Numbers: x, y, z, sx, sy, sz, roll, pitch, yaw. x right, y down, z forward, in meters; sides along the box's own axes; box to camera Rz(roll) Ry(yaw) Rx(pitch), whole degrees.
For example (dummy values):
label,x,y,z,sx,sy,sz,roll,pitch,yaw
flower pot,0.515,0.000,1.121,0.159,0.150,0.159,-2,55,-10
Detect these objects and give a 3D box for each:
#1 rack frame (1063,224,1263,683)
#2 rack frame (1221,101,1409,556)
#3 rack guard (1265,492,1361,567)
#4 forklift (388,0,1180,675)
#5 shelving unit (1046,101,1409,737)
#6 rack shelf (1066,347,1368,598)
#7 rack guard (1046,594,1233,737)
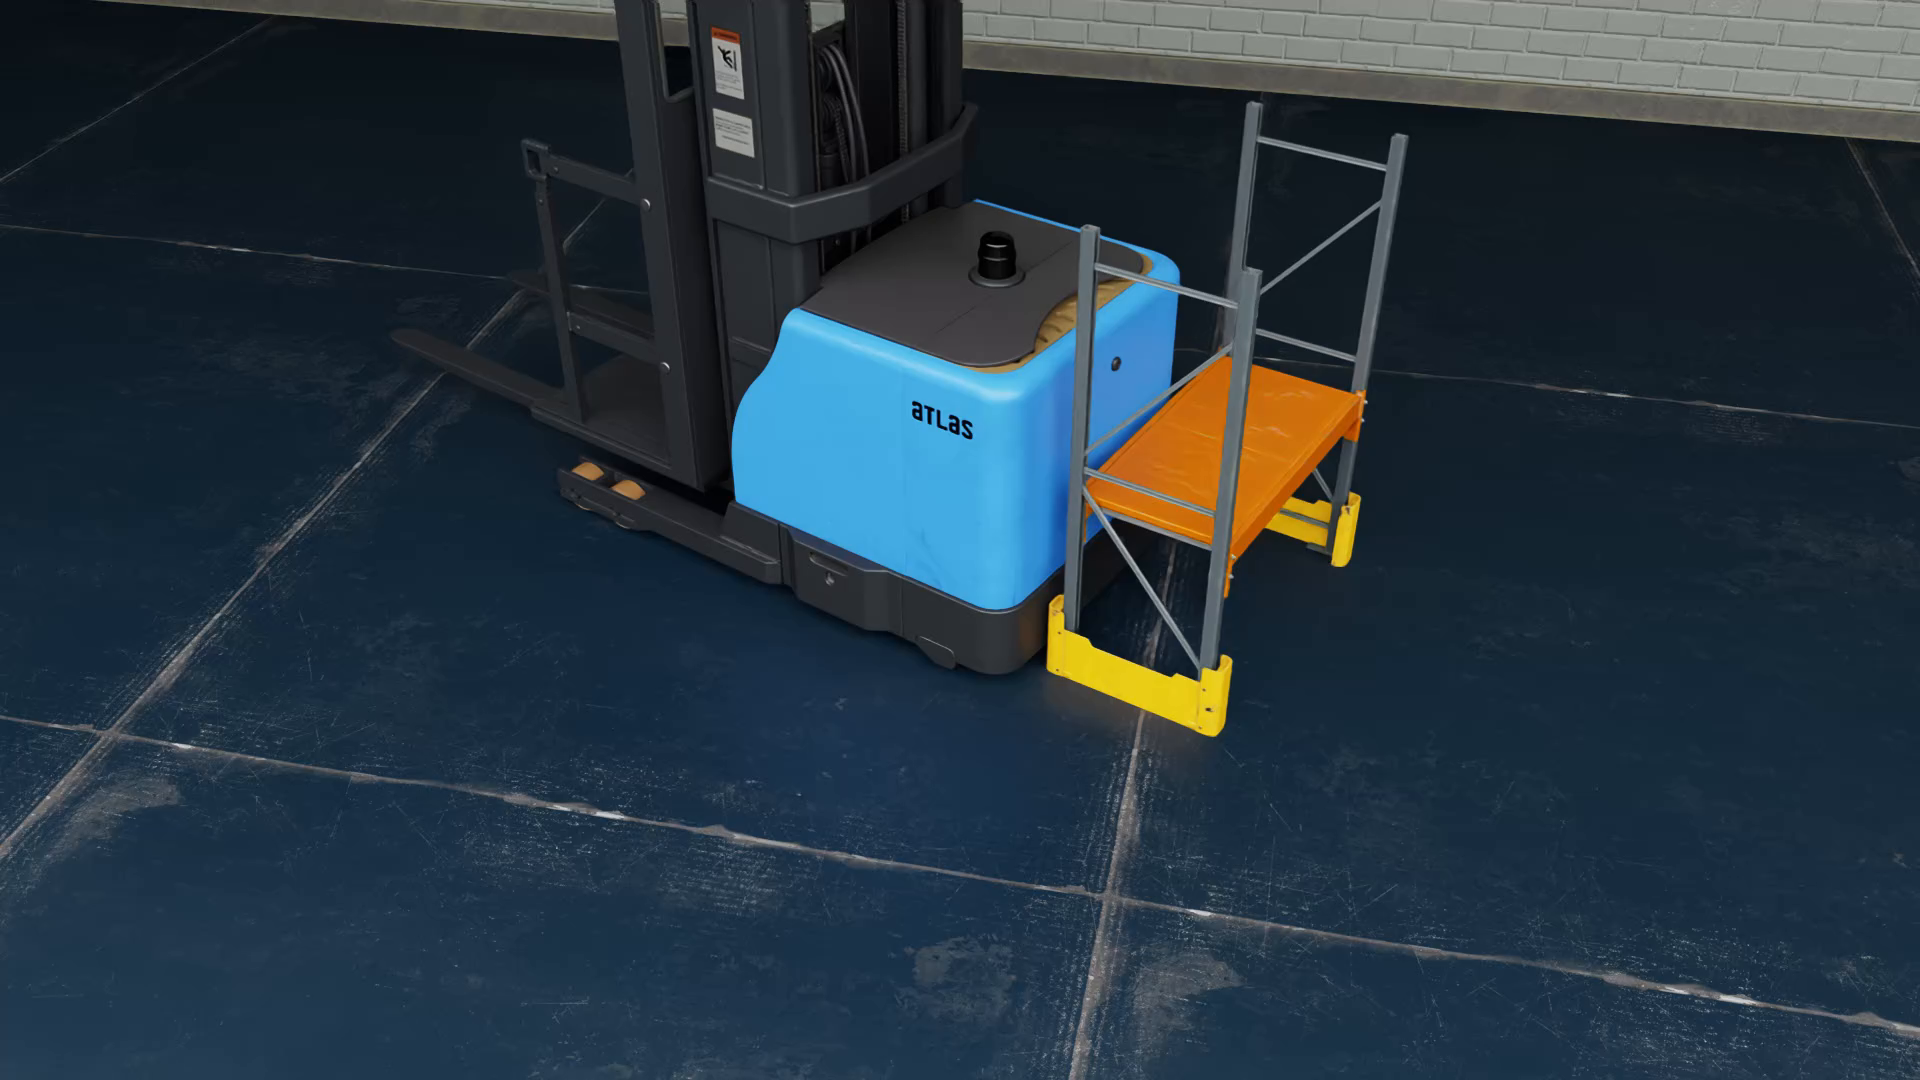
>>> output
label,x,y,z,sx,sy,sz,roll,pitch,yaw
rack frame,0.531,-0.130,4.652,0.500,1.500,0.032,21,41,26
rack frame,1.080,-0.633,5.345,0.500,1.500,0.032,21,41,26
rack guard,1.069,-0.117,5.698,0.587,0.250,0.087,21,41,26
forklift,-0.802,-1.457,5.263,3.031,2.935,1.130,23,42,28
shelving unit,0.801,-0.377,4.992,0.587,1.500,1.083,21,41,26
rack shelf,0.806,-0.236,5.104,0.538,0.185,1.000,21,41,26
rack guard,0.532,0.375,5.019,0.587,0.250,0.087,21,41,26
